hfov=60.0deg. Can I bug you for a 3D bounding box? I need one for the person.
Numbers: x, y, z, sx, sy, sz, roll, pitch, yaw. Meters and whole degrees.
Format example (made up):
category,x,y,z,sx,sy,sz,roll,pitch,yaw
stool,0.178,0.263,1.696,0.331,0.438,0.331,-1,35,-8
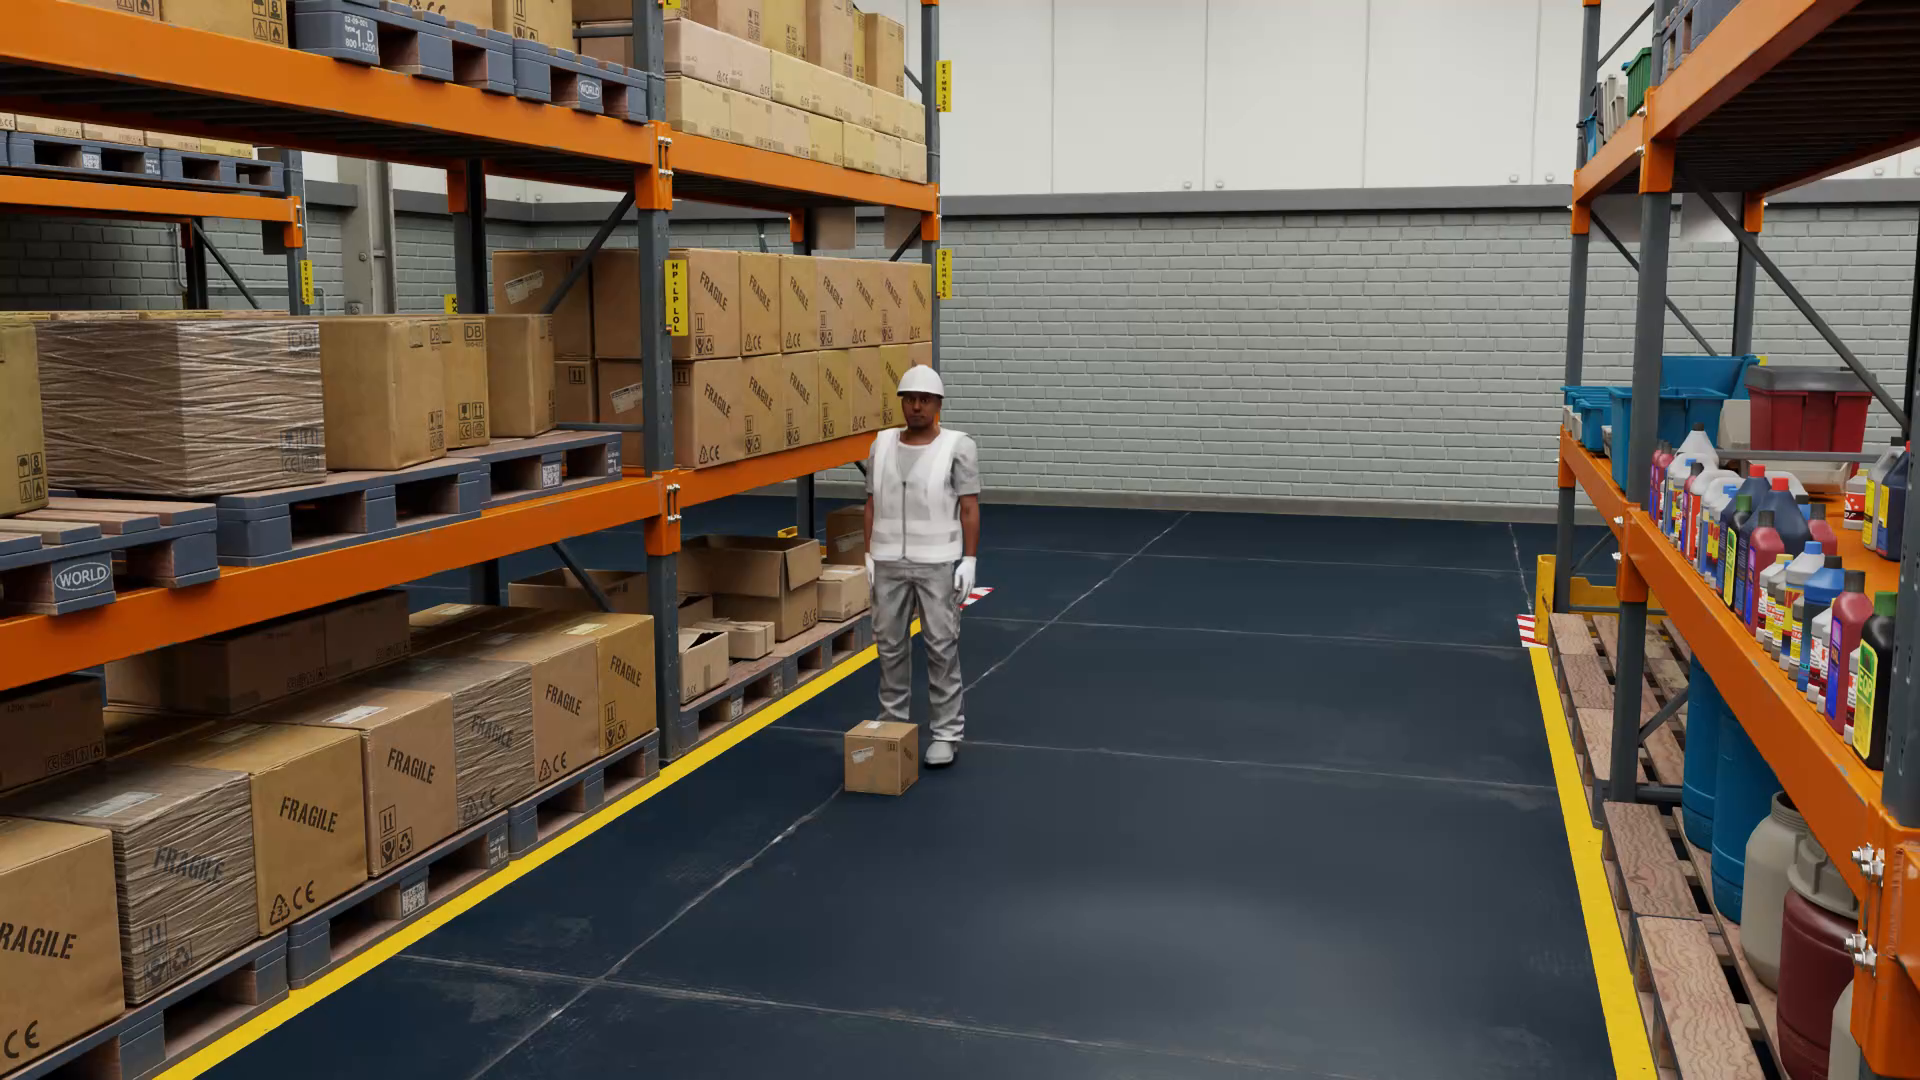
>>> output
category,x,y,z,sx,sy,sz,roll,pitch,yaw
person,-0.184,0.113,7.497,0.542,1.792,0.366,3,9,17
